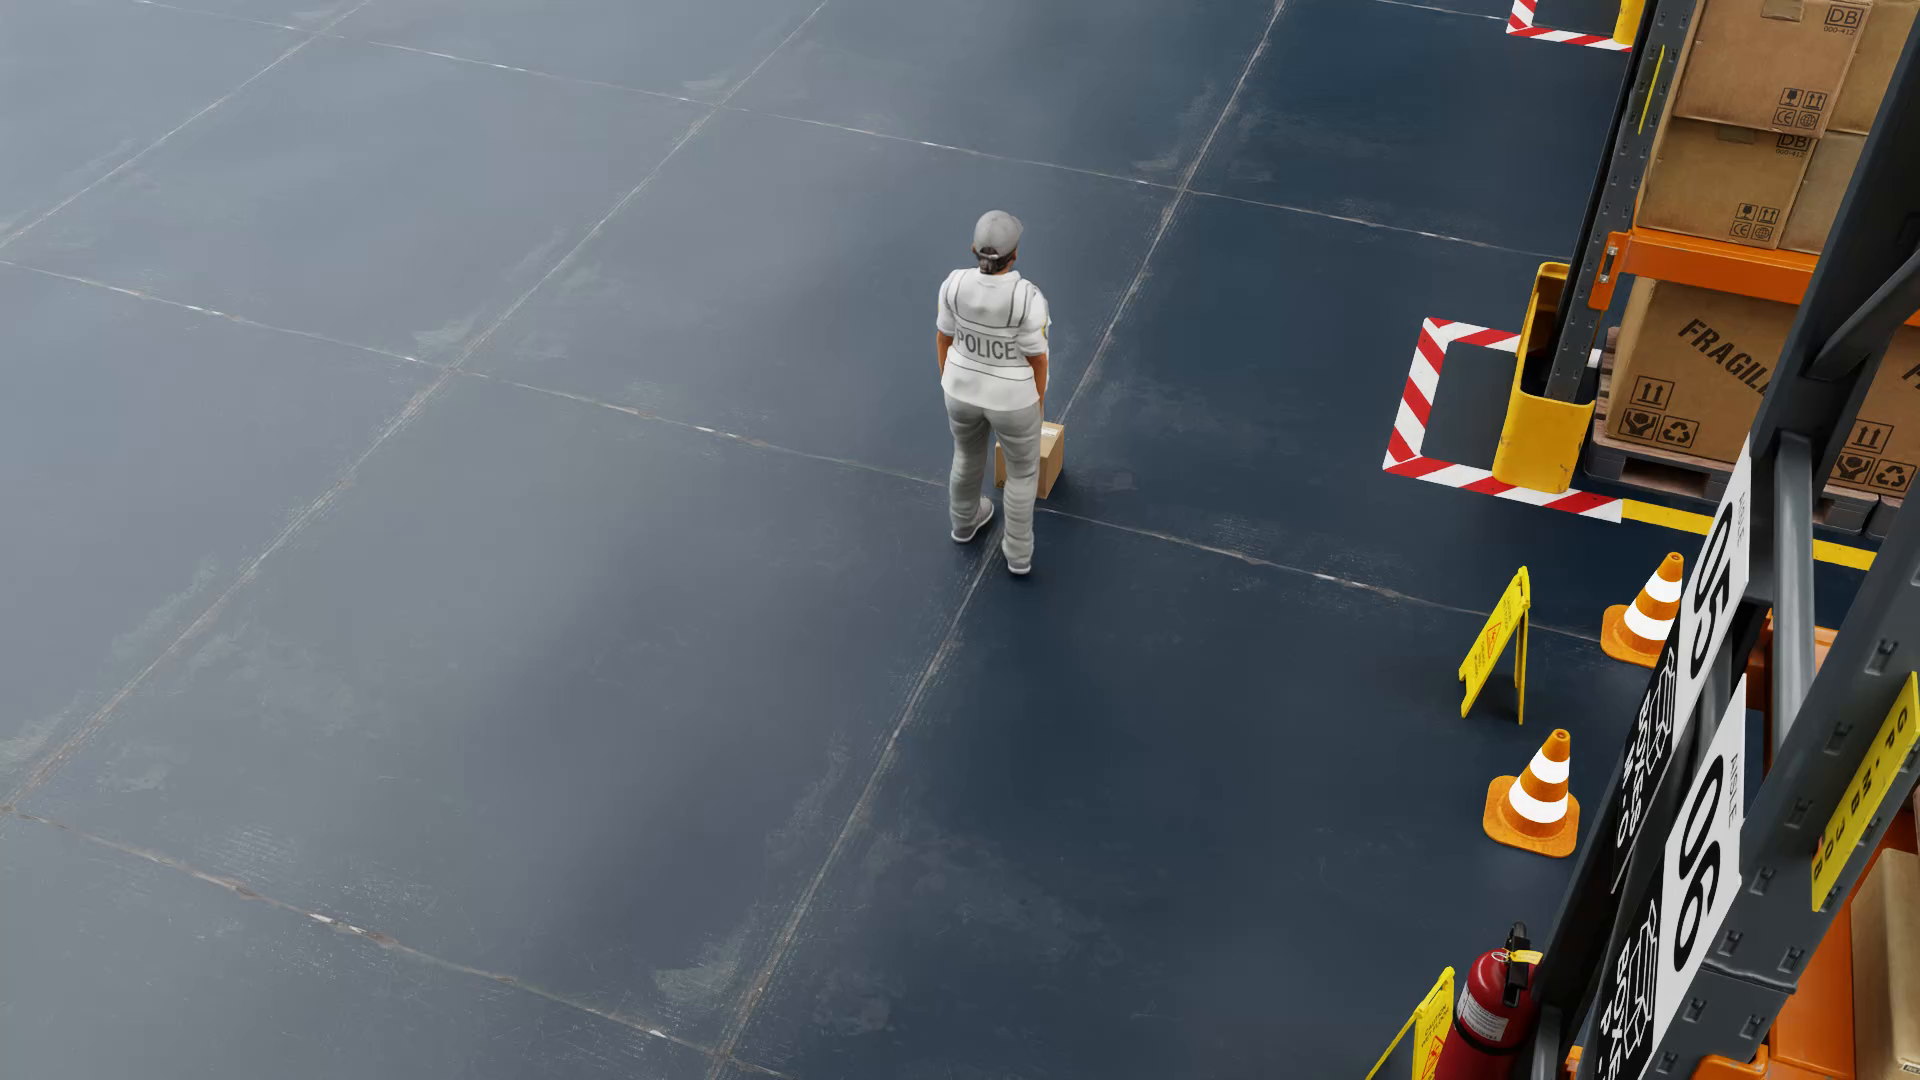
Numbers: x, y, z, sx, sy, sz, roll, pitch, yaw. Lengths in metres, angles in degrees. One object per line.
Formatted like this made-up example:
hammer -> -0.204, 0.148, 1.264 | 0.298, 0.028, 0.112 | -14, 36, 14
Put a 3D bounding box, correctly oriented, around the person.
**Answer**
person -> 0.145, -0.613, 6.866 | 0.474, 1.688, 0.413 | 15, 44, 16
